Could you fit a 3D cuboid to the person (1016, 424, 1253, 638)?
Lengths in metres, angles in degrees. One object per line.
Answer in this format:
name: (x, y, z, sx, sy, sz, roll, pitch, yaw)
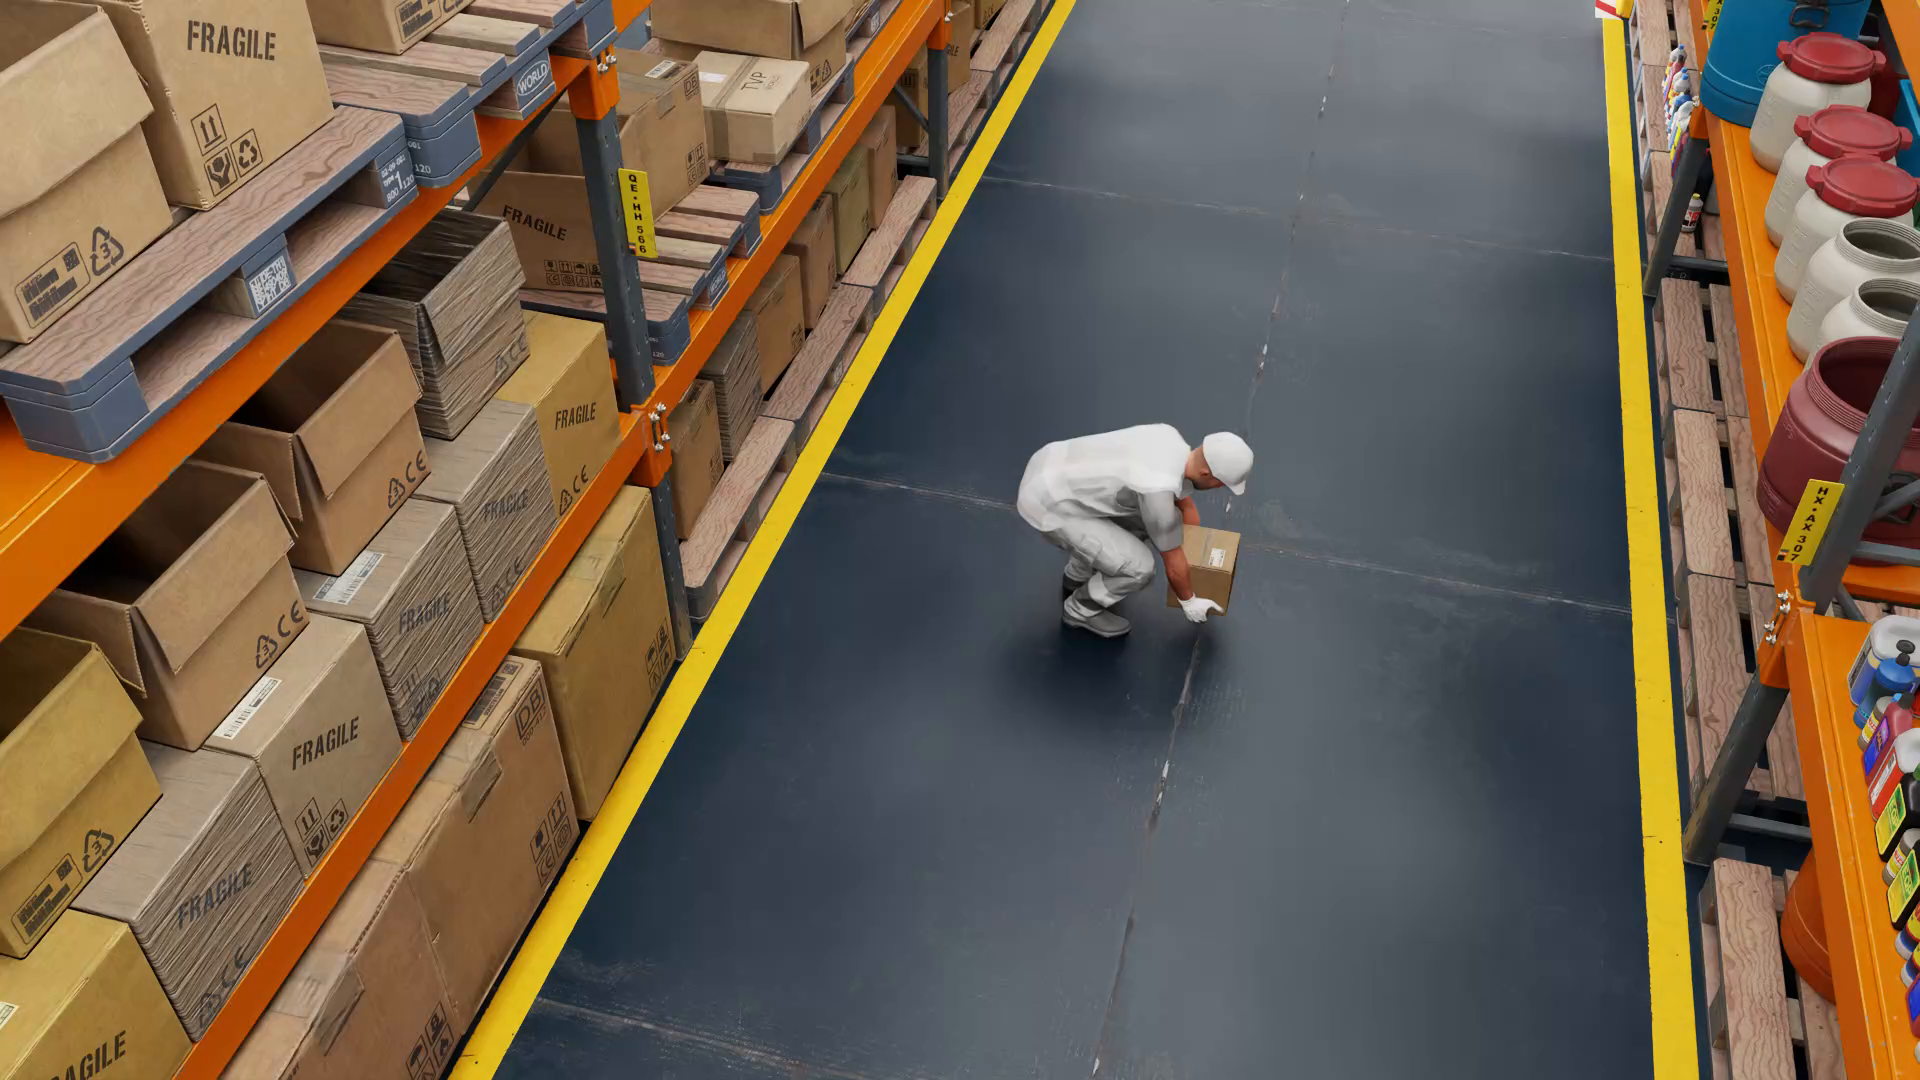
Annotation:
person: (0.695, -0.067, 6.835, 0.921, 0.988, 0.524, 9, 41, 10)
